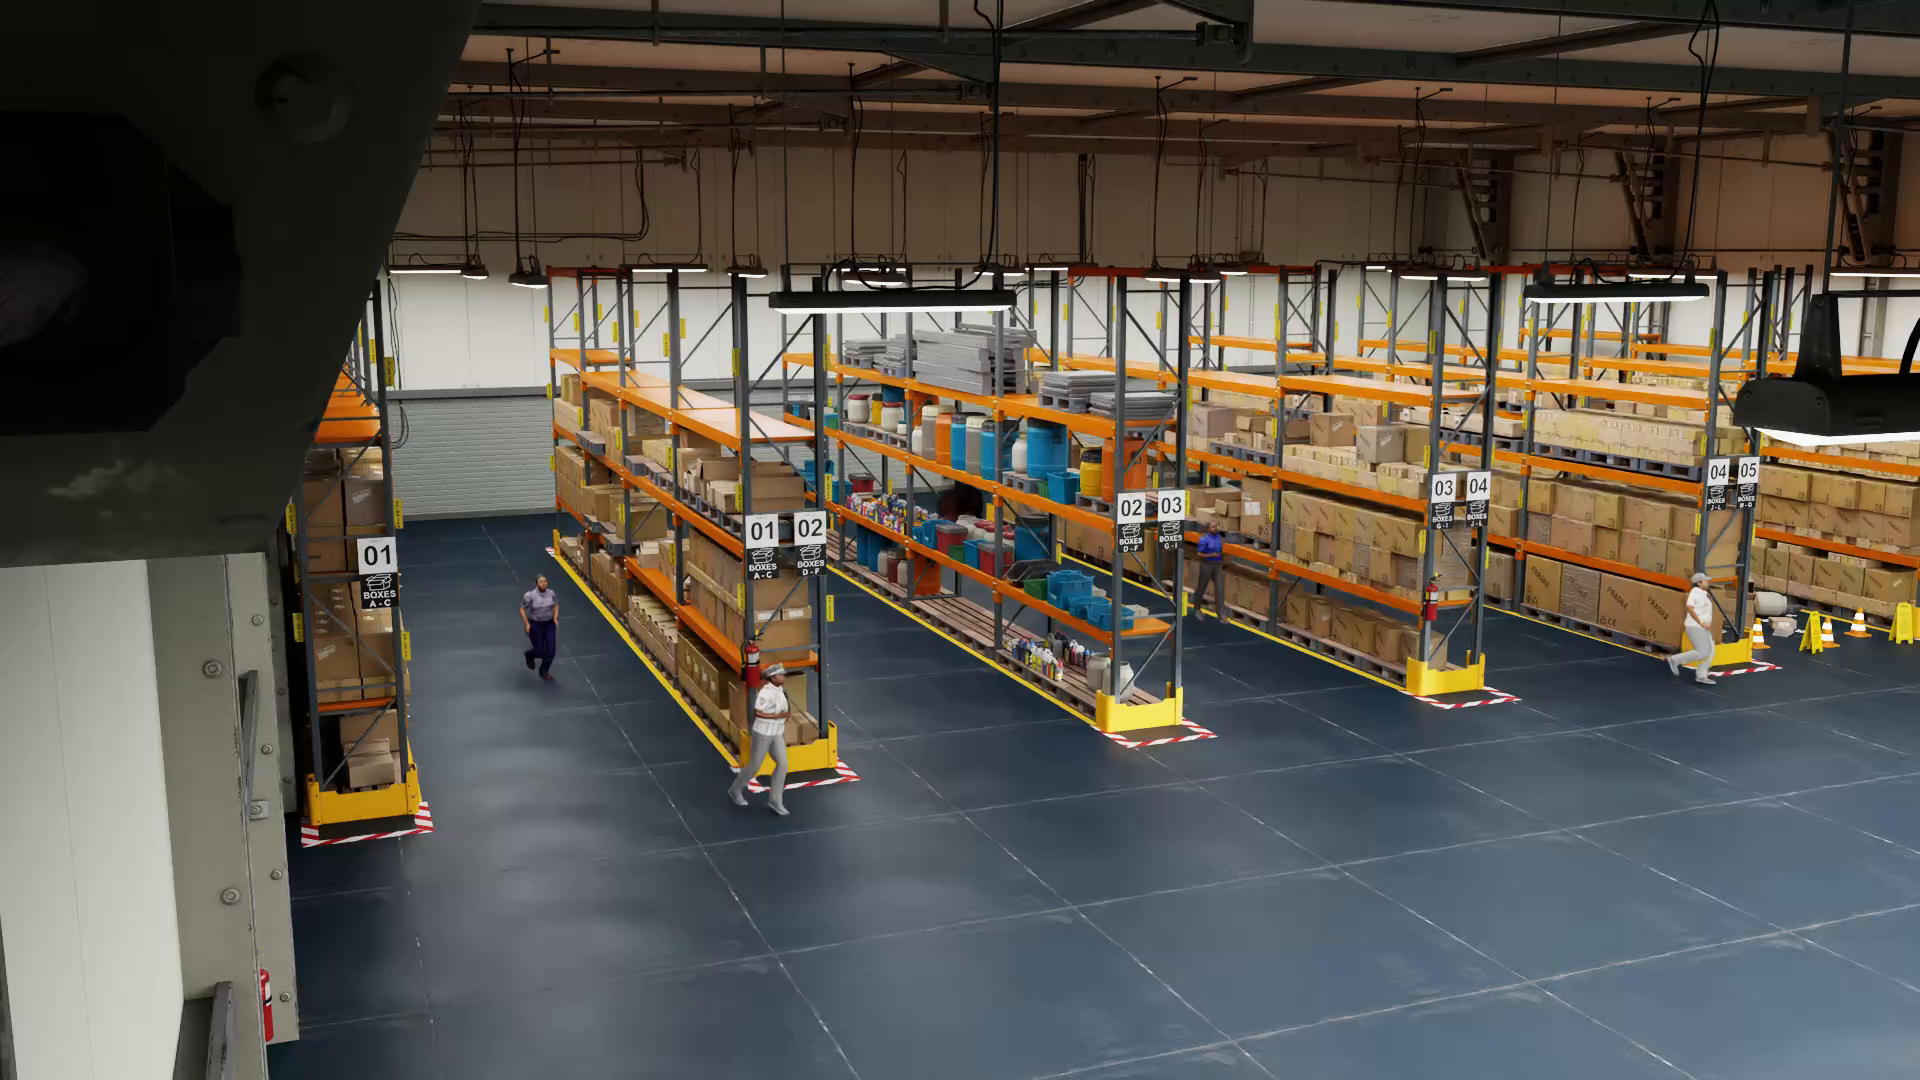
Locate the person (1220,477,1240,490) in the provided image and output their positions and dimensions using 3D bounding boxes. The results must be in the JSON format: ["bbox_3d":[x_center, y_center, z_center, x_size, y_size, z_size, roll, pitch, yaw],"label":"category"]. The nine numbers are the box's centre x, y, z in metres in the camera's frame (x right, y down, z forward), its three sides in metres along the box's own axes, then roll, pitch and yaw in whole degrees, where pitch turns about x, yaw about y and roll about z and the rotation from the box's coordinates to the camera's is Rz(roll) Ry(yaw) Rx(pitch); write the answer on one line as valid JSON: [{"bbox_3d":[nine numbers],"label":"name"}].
[{"bbox_3d":[6.691,-1.755,41.675,0.632,1.730,0.689,-4,11,-23],"label":"person"}]

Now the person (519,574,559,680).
[{"bbox_3d":[-6.236,1.285,24.746,0.594,1.598,0.585,-7,12,-36],"label":"person"}]

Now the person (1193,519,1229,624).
[{"bbox_3d":[4.109,0.514,27.137,0.575,1.708,0.842,-5,11,-24],"label":"person"}]

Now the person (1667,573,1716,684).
[{"bbox_3d":[10.912,1.291,24.666,0.682,1.614,0.671,5,11,26],"label":"person"}]

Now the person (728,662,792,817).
[{"bbox_3d":[-2.196,2.236,19.041,0.806,1.702,0.615,6,11,30],"label":"person"}]
